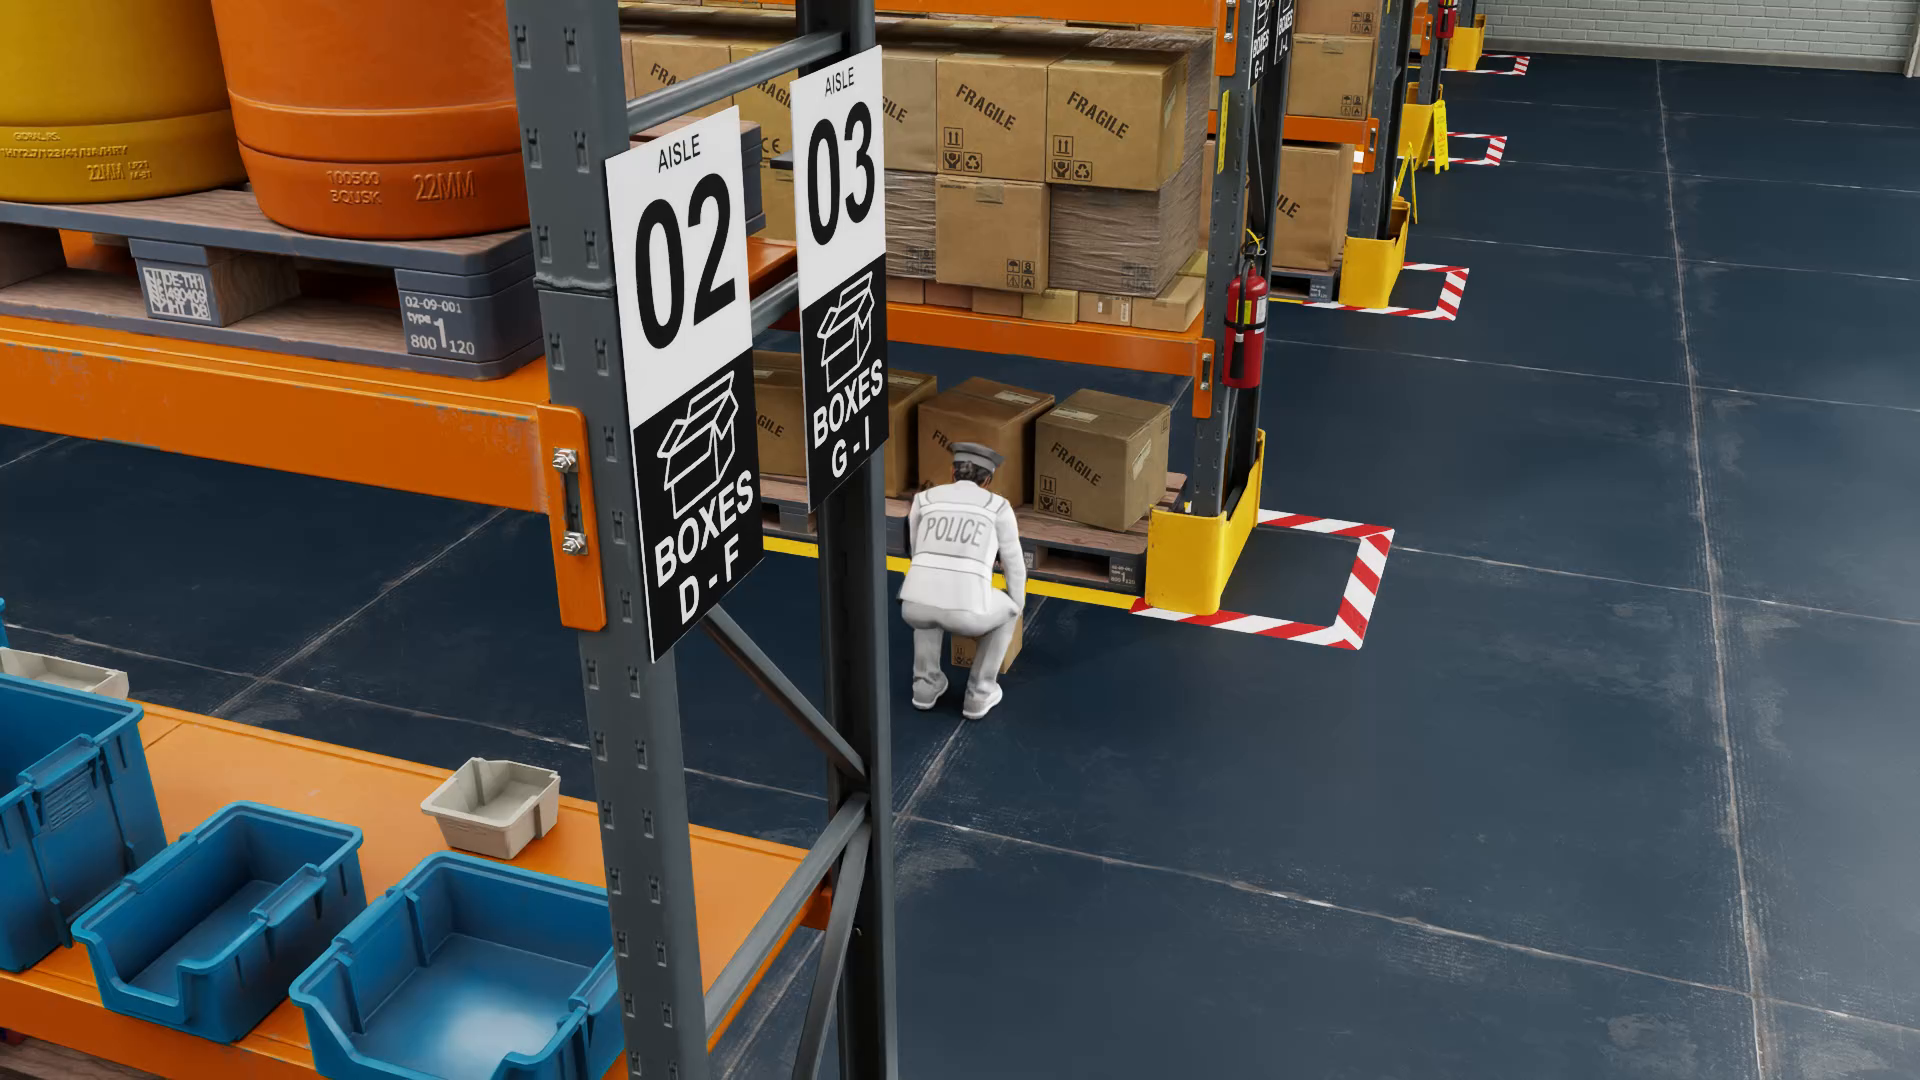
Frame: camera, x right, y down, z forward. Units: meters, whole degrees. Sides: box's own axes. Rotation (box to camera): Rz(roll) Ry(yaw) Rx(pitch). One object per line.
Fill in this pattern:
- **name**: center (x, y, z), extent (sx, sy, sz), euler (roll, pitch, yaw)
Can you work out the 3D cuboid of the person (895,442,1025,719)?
- **person**: center (-0.010, 0.164, 6.981), extent (0.502, 1.052, 0.828), euler (9, 27, 17)
